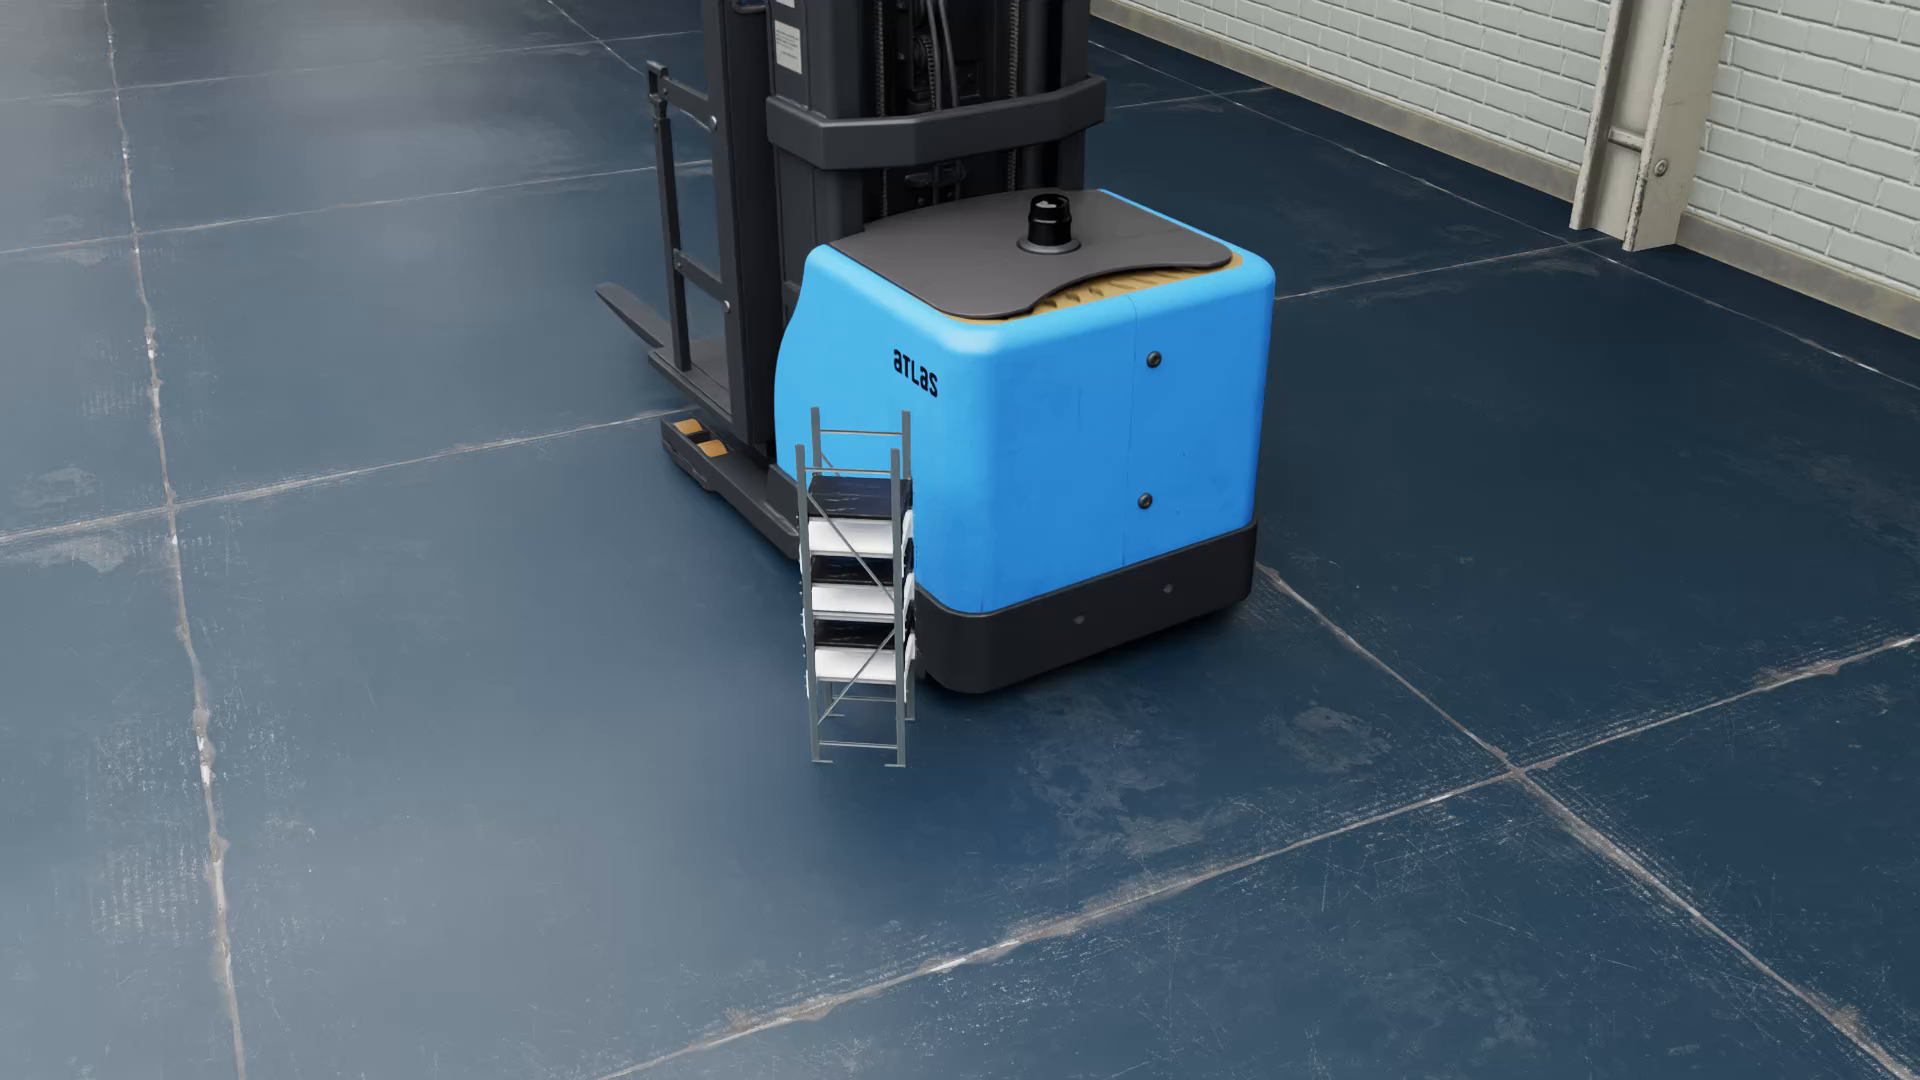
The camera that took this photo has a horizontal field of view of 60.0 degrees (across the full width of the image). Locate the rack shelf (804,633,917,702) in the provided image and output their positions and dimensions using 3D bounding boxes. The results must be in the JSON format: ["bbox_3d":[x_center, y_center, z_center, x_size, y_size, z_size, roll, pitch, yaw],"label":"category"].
[{"bbox_3d":[-0.248,0.315,4.204,0.258,0.077,0.200,3,29,5],"label":"rack shelf"}]

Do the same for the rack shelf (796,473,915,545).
[{"bbox_3d":[-0.248,-0.077,3.983,0.258,0.077,0.200,3,29,5],"label":"rack shelf"}]

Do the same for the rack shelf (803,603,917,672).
[{"bbox_3d":[-0.248,0.237,4.160,0.258,0.077,0.200,3,29,5],"label":"rack shelf"}]

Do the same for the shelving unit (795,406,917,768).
[{"bbox_3d":[-0.248,0.129,4.099,0.258,0.900,0.210,3,29,5],"label":"shelving unit"}]

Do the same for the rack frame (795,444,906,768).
[{"bbox_3d":[-0.257,0.179,4.011,0.240,0.900,0.006,3,29,5],"label":"rack frame"}]

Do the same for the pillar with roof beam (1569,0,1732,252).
[{"bbox_3d":[-0.772,-4.457,3.998,9.100,9.000,0.400,-13,32,-22],"label":"pillar with roof beam"}]

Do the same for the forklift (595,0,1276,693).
[{"bbox_3d":[-0.360,-1.554,5.025,1.130,2.935,3.031,-17,34,-28],"label":"forklift"}]

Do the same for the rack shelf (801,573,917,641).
[{"bbox_3d":[-0.248,0.158,4.116,0.258,0.077,0.200,3,29,5],"label":"rack shelf"}]

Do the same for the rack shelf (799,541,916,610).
[{"bbox_3d":[-0.248,0.080,4.072,0.258,0.077,0.200,3,29,5],"label":"rack shelf"}]

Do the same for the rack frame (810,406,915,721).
[{"bbox_3d":[-0.238,0.080,4.188,0.240,0.900,0.006,3,29,5],"label":"rack frame"}]

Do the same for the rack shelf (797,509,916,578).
[{"bbox_3d":[-0.248,0.001,4.027,0.258,0.077,0.200,3,29,5],"label":"rack shelf"}]
